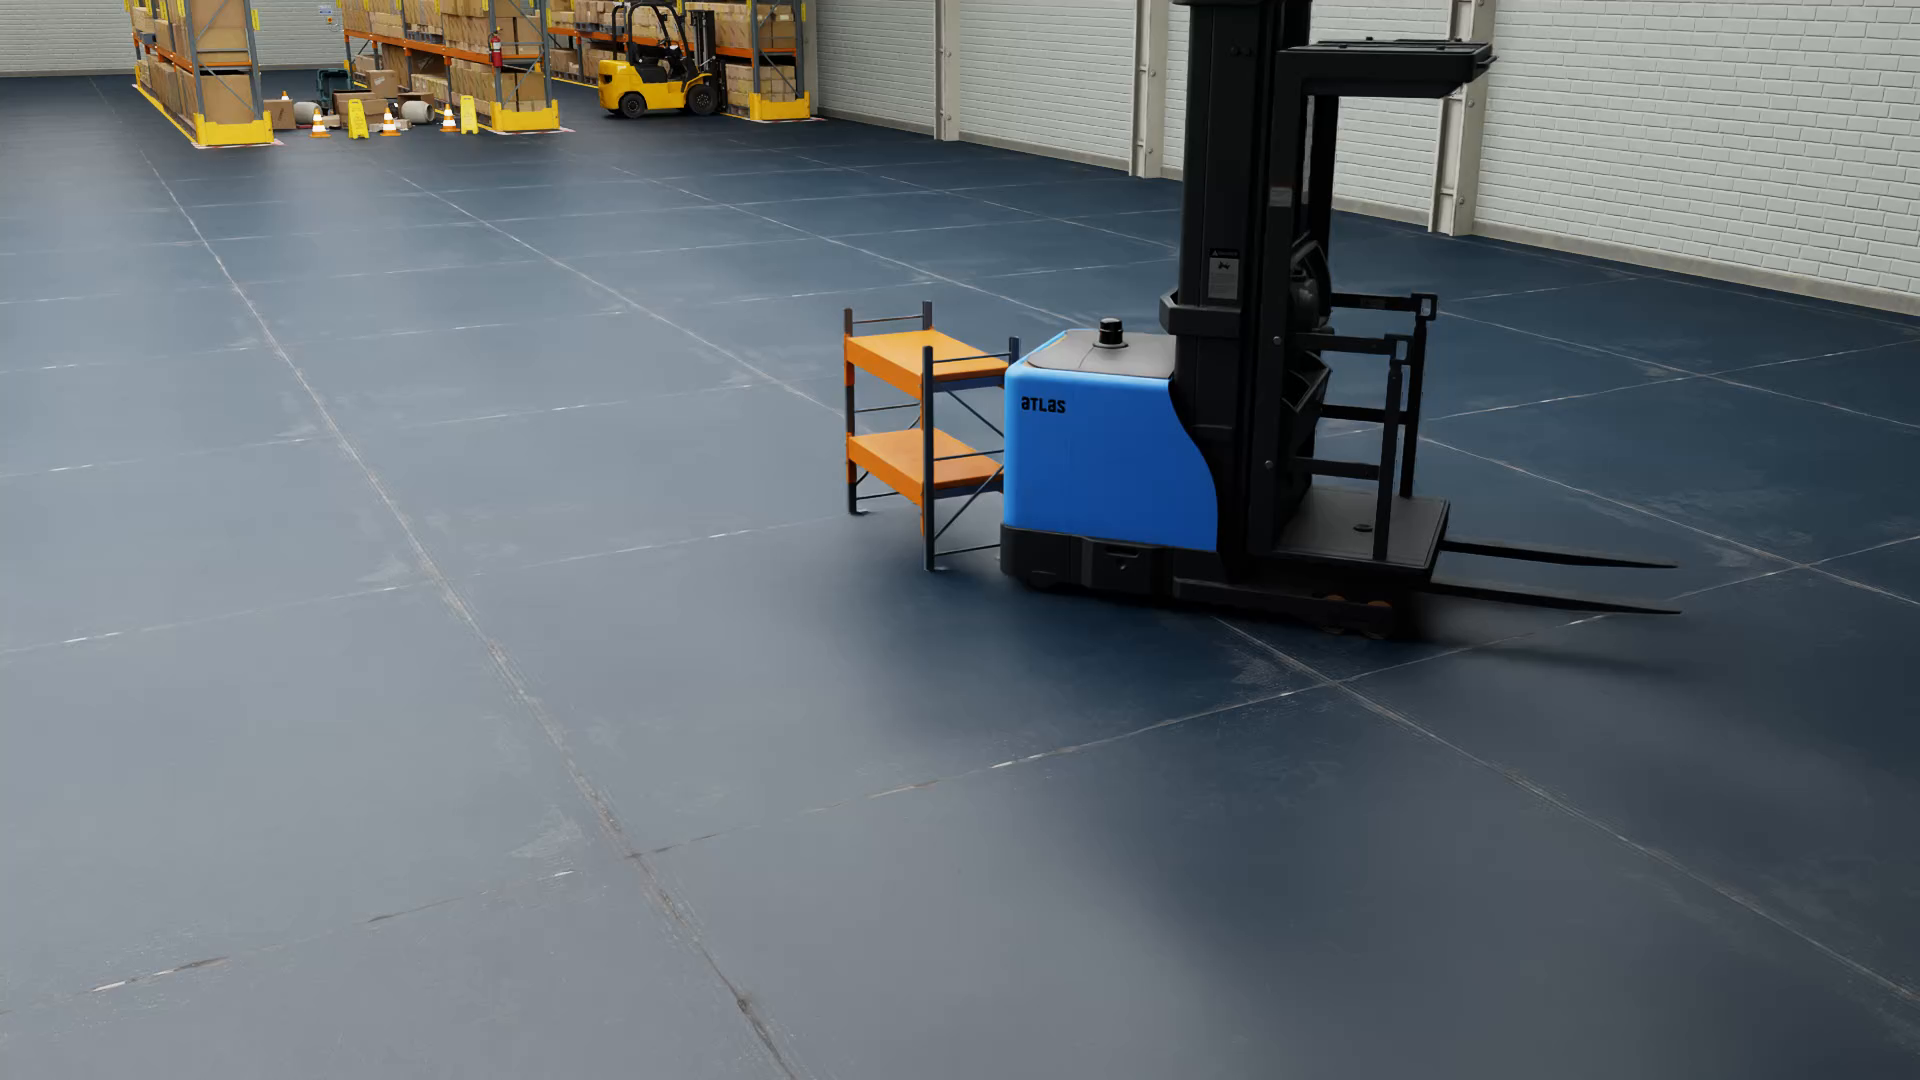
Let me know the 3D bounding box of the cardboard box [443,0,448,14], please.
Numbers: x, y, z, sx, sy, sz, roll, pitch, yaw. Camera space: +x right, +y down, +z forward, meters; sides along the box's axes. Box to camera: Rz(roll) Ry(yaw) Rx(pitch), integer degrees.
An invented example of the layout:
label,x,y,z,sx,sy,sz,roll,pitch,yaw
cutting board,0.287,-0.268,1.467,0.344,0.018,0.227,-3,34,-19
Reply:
label,x,y,z,sx,sy,sz,roll,pitch,yaw
cardboard box,-9.555,-10.410,32.059,0.700,0.500,0.500,-10,21,-26

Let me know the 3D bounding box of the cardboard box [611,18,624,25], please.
label,x,y,z,sx,sy,sz,roll,pitch,yaw
cardboard box,-7.979,-12.186,39.090,0.380,0.149,0.250,-10,21,-26

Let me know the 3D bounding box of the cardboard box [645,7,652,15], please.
label,x,y,z,sx,sy,sz,roll,pitch,yaw
cardboard box,-6.815,-11.825,37.155,0.380,0.149,0.250,-9,21,-26

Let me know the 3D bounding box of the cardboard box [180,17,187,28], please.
label,x,y,z,sx,sy,sz,roll,pitch,yaw
cardboard box,-12.690,-8.953,28.092,0.875,0.550,0.550,-10,21,-27

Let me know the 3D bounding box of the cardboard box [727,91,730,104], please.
label,x,y,z,sx,sy,sz,roll,pitch,yaw
cardboard box,-4.489,-8.955,33.555,0.500,0.250,0.500,-10,21,-26

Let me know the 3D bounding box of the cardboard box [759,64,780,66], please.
label,x,y,z,sx,sy,sz,roll,pitch,yaw
cardboard box,-3.832,-9.362,33.204,0.500,0.250,0.500,-10,21,-27

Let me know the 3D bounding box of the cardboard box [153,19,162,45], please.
label,x,y,z,sx,sy,sz,roll,pitch,yaw
cardboard box,-16.028,-10.288,33.695,0.500,0.500,0.500,-10,21,-26

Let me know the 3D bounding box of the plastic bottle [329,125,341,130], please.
label,x,y,z,sx,sy,sz,roll,pitch,yaw
plastic bottle,-11.438,-7.541,30.392,0.283,0.061,0.133,16,25,39

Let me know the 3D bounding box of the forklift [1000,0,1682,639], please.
label,x,y,z,sx,sy,sz,roll,pitch,yaw
forklift,1.764,-1.143,7.450,3.031,2.935,1.130,7,20,19

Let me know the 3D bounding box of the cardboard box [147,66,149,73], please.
label,x,y,z,sx,sy,sz,roll,pitch,yaw
cardboard box,-18.458,-10.821,38.207,0.380,0.149,0.250,-10,21,-26

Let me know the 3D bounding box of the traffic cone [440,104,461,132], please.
label,x,y,z,sx,sy,sz,roll,pitch,yaw
traffic cone,-9.236,-7.635,30.049,0.336,0.463,0.334,-10,21,-27

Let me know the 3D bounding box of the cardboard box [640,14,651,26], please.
label,x,y,z,sx,sy,sz,roll,pitch,yaw
cardboard box,-6.864,-11.681,37.347,0.500,0.250,0.500,-11,22,-28

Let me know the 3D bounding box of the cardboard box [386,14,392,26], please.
label,x,y,z,sx,sy,sz,roll,pitch,yaw
cardboard box,-12.657,-11.763,37.586,0.500,0.250,0.500,-11,22,-28

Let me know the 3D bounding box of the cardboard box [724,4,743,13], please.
label,x,y,z,sx,sy,sz,roll,pitch,yaw
cardboard box,-4.452,-10.523,32.925,0.380,0.149,0.250,-9,21,-25

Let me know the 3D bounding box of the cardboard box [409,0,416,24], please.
label,x,y,z,sx,sy,sz,roll,pitch,yaw
cardboard box,-11.432,-11.280,35.470,0.500,0.500,0.500,-9,21,-24

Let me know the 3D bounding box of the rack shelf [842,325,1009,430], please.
label,x,y,z,sx,sy,sz,roll,pitch,yaw
rack shelf,-0.164,-0.839,8.441,0.538,0.278,1.000,-9,21,-24

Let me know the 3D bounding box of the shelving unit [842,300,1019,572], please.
label,x,y,z,sx,sy,sz,roll,pitch,yaw
shelving unit,-0.164,-0.562,8.537,0.538,1.125,1.048,-9,21,-24

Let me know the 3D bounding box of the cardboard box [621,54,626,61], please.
label,x,y,z,sx,sy,sz,roll,pitch,yaw
cardboard box,-7.787,-11.403,39.274,0.380,0.149,0.250,-11,22,-29

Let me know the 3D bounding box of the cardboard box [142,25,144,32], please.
label,x,y,z,sx,sy,sz,roll,pitch,yaw
cardboard box,-16.997,-10.779,35.013,0.380,0.149,0.250,-10,22,-27

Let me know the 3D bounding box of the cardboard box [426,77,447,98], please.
label,x,y,z,sx,sy,sz,roll,pitch,yaw
cardboard box,-10.724,-9.571,35.154,0.950,0.372,0.625,-9,21,-25

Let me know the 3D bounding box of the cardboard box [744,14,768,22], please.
label,x,y,z,sx,sy,sz,roll,pitch,yaw
cardboard box,-3.941,-10.091,32.129,0.380,0.149,0.250,-10,21,-26

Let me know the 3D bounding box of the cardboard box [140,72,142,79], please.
label,x,y,z,sx,sy,sz,roll,pitch,yaw
cardboard box,-19.836,-11.359,40.679,0.380,0.149,0.250,-10,21,-26

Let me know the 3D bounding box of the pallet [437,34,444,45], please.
label,x,y,z,sx,sy,sz,roll,pitch,yaw
pallet,-10.031,-10.210,33.917,1.003,0.211,1.213,-10,21,-27

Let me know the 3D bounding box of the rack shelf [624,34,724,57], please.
label,x,y,z,sx,sy,sz,roll,pitch,yaw
rack shelf,-6.379,-11.063,37.197,1.077,0.370,4.000,-10,21,-27

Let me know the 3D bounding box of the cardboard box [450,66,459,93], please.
label,x,y,z,sx,sy,sz,roll,pitch,yaw
cardboard box,-9.754,-9.101,32.830,0.500,0.500,0.500,-9,21,-24

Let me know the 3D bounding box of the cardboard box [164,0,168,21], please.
label,x,y,z,sx,sy,sz,roll,pitch,yaw
cardboard box,-15.070,-10.363,32.378,0.700,0.500,0.500,-10,22,-27

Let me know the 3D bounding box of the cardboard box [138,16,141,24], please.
label,x,y,z,sx,sy,sz,roll,pitch,yaw
cardboard box,-17.377,-11.147,35.623,0.380,0.149,0.250,-10,22,-28

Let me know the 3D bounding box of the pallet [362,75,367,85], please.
label,x,y,z,sx,sy,sz,roll,pitch,yaw
pallet,-14.471,-11.619,41.979,1.003,0.211,1.213,-10,21,-27

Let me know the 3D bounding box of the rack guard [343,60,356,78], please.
label,x,y,z,sx,sy,sz,roll,pitch,yaw
rack guard,-15.506,-12.329,43.595,1.175,0.500,0.348,-10,21,-27

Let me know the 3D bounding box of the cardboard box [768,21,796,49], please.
label,x,y,z,sx,sy,sz,roll,pitch,yaw
cardboard box,-3.521,-9.913,32.609,0.500,0.500,0.500,-9,21,-25

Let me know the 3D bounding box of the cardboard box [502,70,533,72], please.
label,x,y,z,sx,sy,sz,roll,pitch,yaw
cardboard box,-8.300,-8.595,31.362,0.500,0.500,0.500,-11,22,-29

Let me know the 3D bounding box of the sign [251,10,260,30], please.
label,x,y,z,sx,sy,sz,roll,pitch,yaw
sign,-11.714,-8.646,27.641,0.100,0.325,0.005,-10,21,-27

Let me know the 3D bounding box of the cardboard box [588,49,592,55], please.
label,x,y,z,sx,sy,sz,roll,pitch,yaw
cardboard box,-9.093,-12.237,41.691,0.380,0.149,0.250,-11,22,-28

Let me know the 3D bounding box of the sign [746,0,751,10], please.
label,x,y,z,sx,sy,sz,roll,pitch,yaw
sign,-4.014,-10.260,31.629,0.100,0.325,0.005,-10,21,-27

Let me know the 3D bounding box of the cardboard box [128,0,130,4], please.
label,x,y,z,sx,sy,sz,roll,pitch,yaw
cardboard box,-19.823,-13.199,40.141,0.500,0.500,0.500,-10,21,-27

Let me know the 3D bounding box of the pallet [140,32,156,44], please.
label,x,y,z,sx,sy,sz,roll,pitch,yaw
pallet,-16.436,-10.509,34.783,1.213,0.211,1.003,-10,21,-27

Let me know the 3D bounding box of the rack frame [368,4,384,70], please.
label,x,y,z,sx,sy,sz,roll,pitch,yaw
rack frame,-13.595,-12.356,39.840,1.000,3.000,0.127,-10,21,-27

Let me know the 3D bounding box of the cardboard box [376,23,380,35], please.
label,x,y,z,sx,sy,sz,roll,pitch,yaw
cardboard box,-13.371,-11.969,38.950,0.500,0.250,0.500,-11,22,-28

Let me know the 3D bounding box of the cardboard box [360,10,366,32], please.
label,x,y,z,sx,sy,sz,roll,pitch,yaw
cardboard box,-14.290,-12.643,40.520,0.500,0.500,0.500,-11,22,-28

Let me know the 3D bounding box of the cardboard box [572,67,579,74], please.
label,x,y,z,sx,sy,sz,roll,pitch,yaw
cardboard box,-9.752,-12.091,42.799,0.380,0.149,0.250,-11,22,-28

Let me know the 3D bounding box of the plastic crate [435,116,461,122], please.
label,x,y,z,sx,sy,sz,roll,pitch,yaw
plastic crate,-9.772,-8.101,31.987,0.583,0.080,0.402,16,25,39

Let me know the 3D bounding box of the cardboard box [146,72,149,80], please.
label,x,y,z,sx,sy,sz,roll,pitch,yaw
cardboard box,-18.472,-10.668,38.221,0.380,0.149,0.250,-11,22,-29

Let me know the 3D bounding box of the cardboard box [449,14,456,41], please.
label,x,y,z,sx,sy,sz,roll,pitch,yaw
cardboard box,-9.574,-9.937,32.221,0.500,0.500,0.500,-10,21,-27

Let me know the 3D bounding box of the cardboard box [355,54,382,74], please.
label,x,y,z,sx,sy,sz,roll,pitch,yaw
cardboard box,-15.093,-12.317,43.013,0.875,0.438,0.875,-11,22,-28

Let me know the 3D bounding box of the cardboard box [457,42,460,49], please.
label,x,y,z,sx,sy,sz,roll,pitch,yaw
cardboard box,-9.524,-9.588,32.204,0.380,0.149,0.250,-9,21,-25

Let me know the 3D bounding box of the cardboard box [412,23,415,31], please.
label,x,y,z,sx,sy,sz,roll,pitch,yaw
cardboard box,-11.511,-10.993,35.632,0.380,0.149,0.250,-12,22,-30

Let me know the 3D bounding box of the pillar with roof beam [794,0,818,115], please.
label,x,y,z,sx,sy,sz,roll,pitch,yaw
pillar with roof beam,-6.856,-12.189,30.161,9.100,9.000,0.400,-10,21,-27

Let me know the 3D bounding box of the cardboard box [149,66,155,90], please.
label,x,y,z,sx,sy,sz,roll,pitch,yaw
cardboard box,-17.786,-10.324,37.139,0.500,0.500,0.500,-9,21,-25
